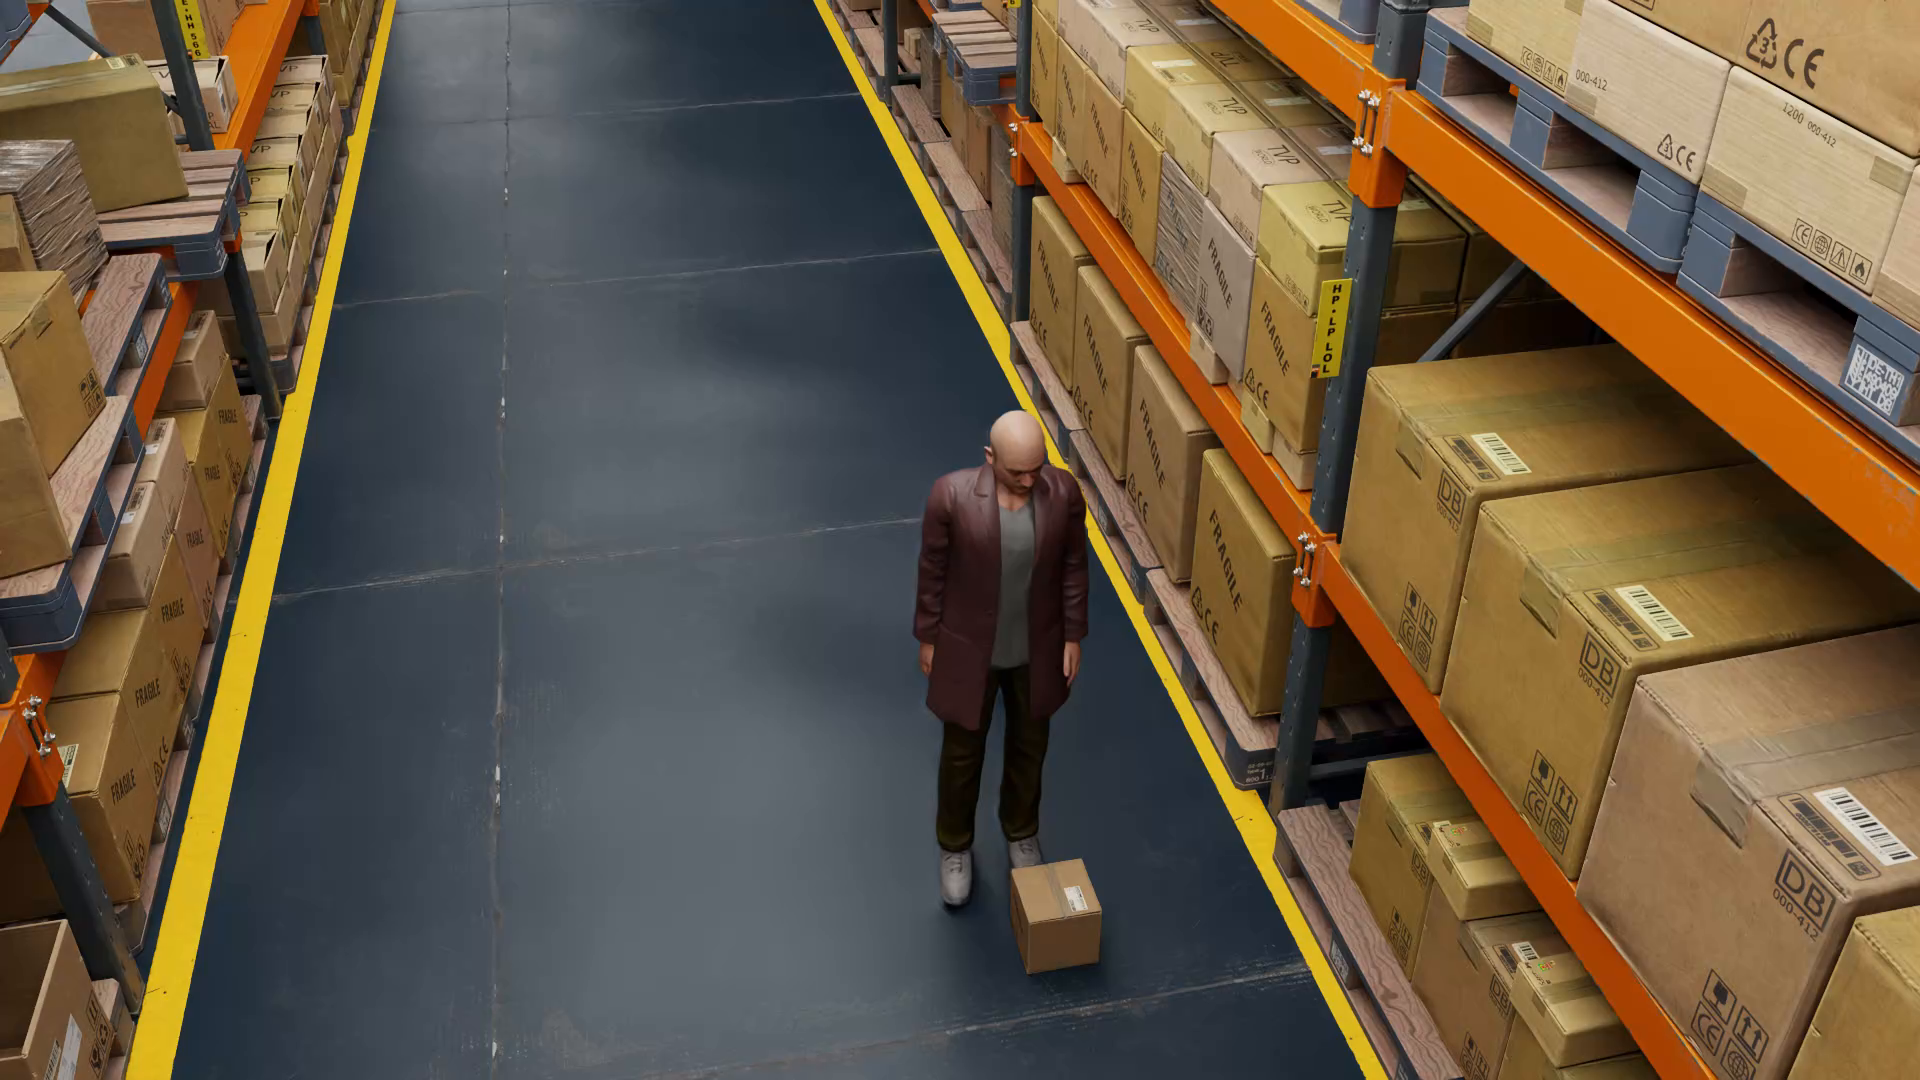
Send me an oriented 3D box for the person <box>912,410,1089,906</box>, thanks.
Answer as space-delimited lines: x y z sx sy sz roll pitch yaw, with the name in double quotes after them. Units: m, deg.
0.163 0.394 5.537 0.594 1.786 0.472 -7 35 -11 "person"
